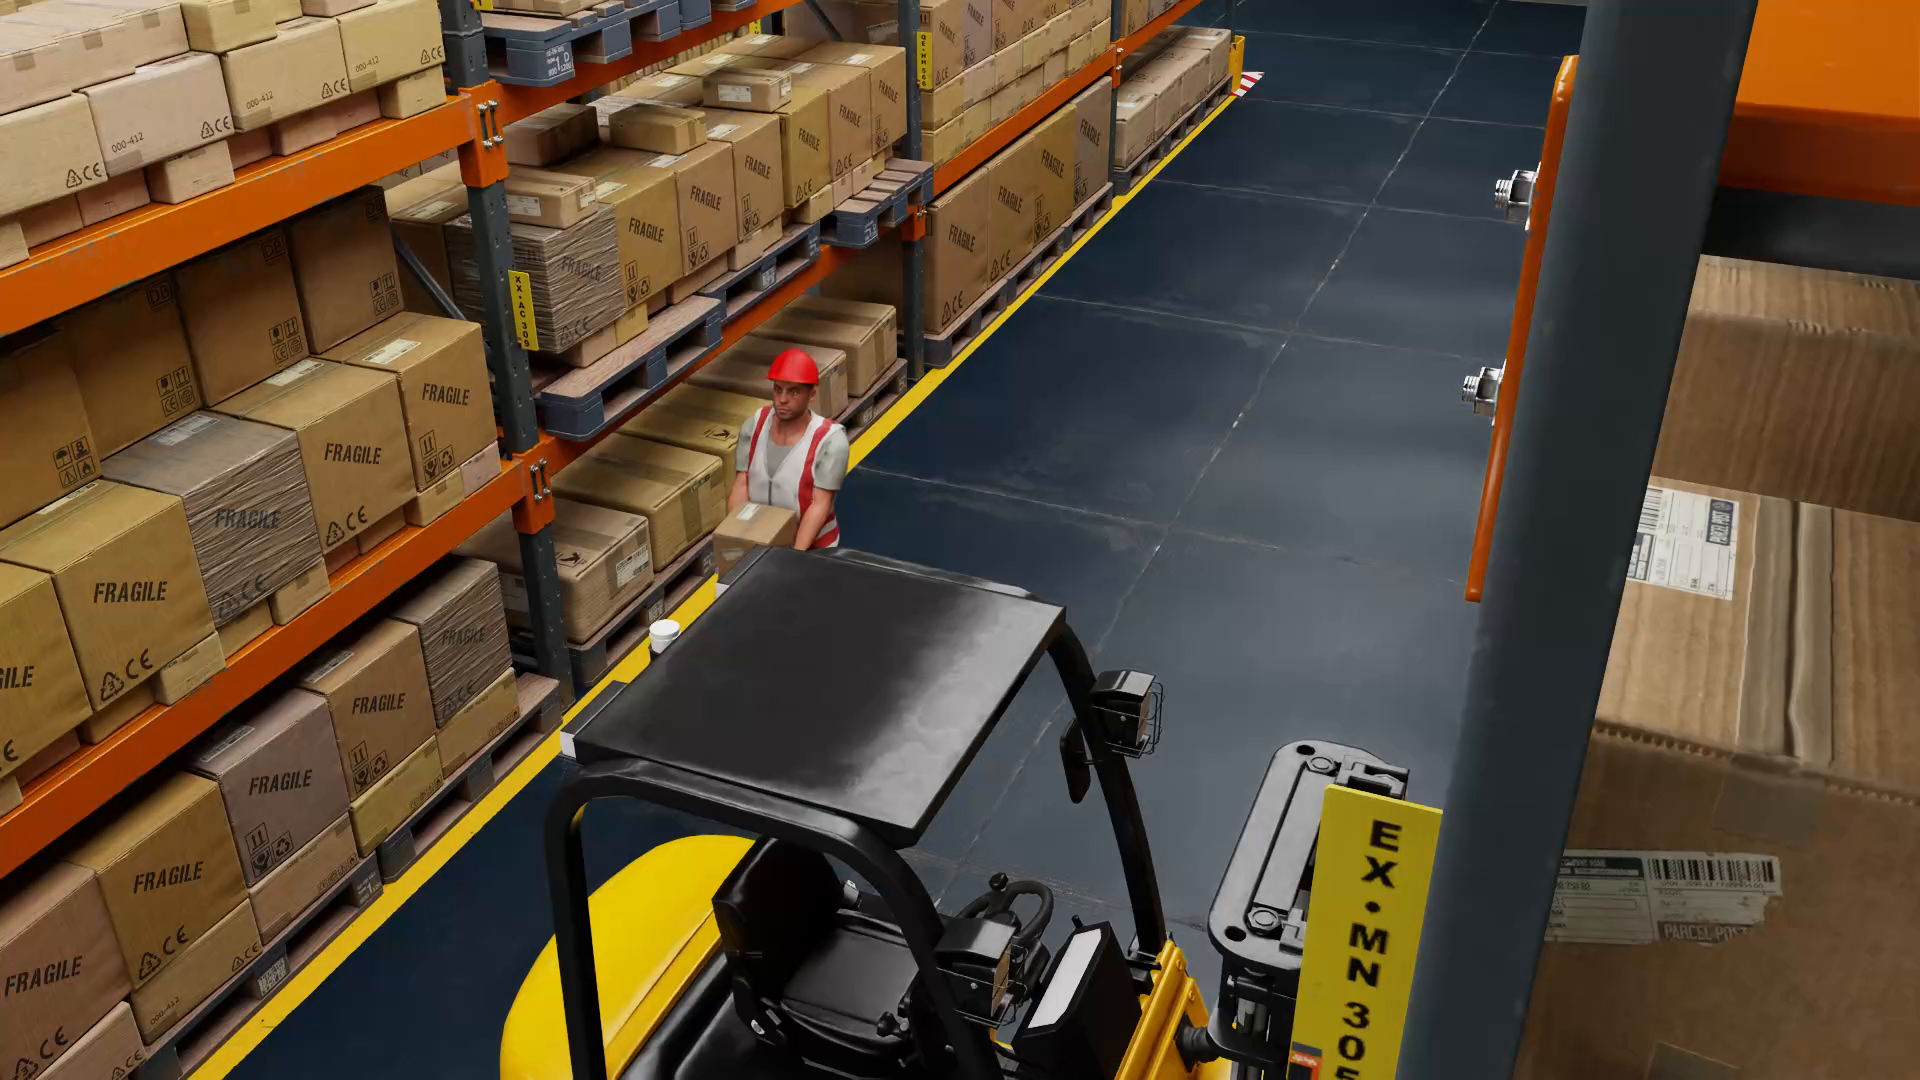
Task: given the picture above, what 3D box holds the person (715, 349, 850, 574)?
[{"bbox_3d":[-0.738,0.096,6.938,0.497,1.785,0.561,11,31,19],"label":"person"}]
